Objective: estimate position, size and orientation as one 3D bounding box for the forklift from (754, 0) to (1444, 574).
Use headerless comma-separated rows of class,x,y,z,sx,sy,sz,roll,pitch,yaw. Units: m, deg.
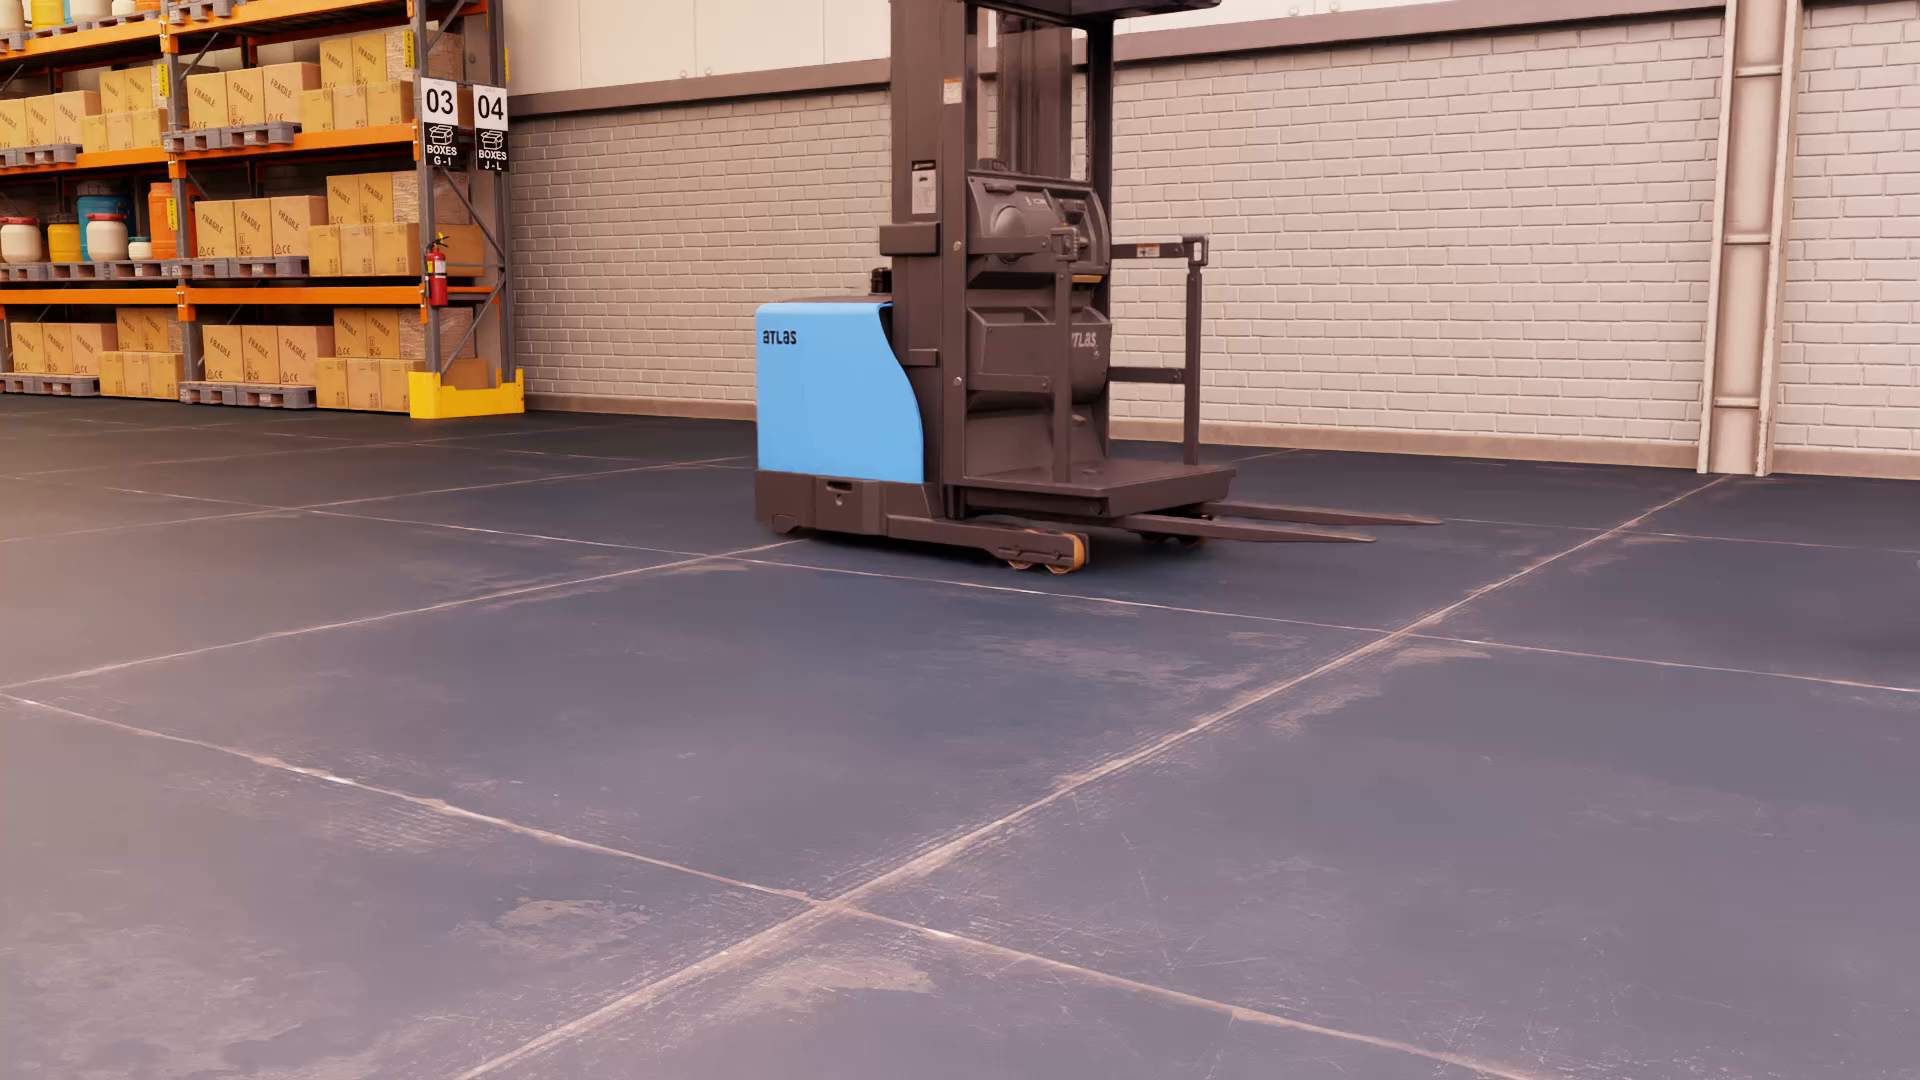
forklift,0.509,-1.397,7.018,3.031,2.935,1.130,6,10,38
